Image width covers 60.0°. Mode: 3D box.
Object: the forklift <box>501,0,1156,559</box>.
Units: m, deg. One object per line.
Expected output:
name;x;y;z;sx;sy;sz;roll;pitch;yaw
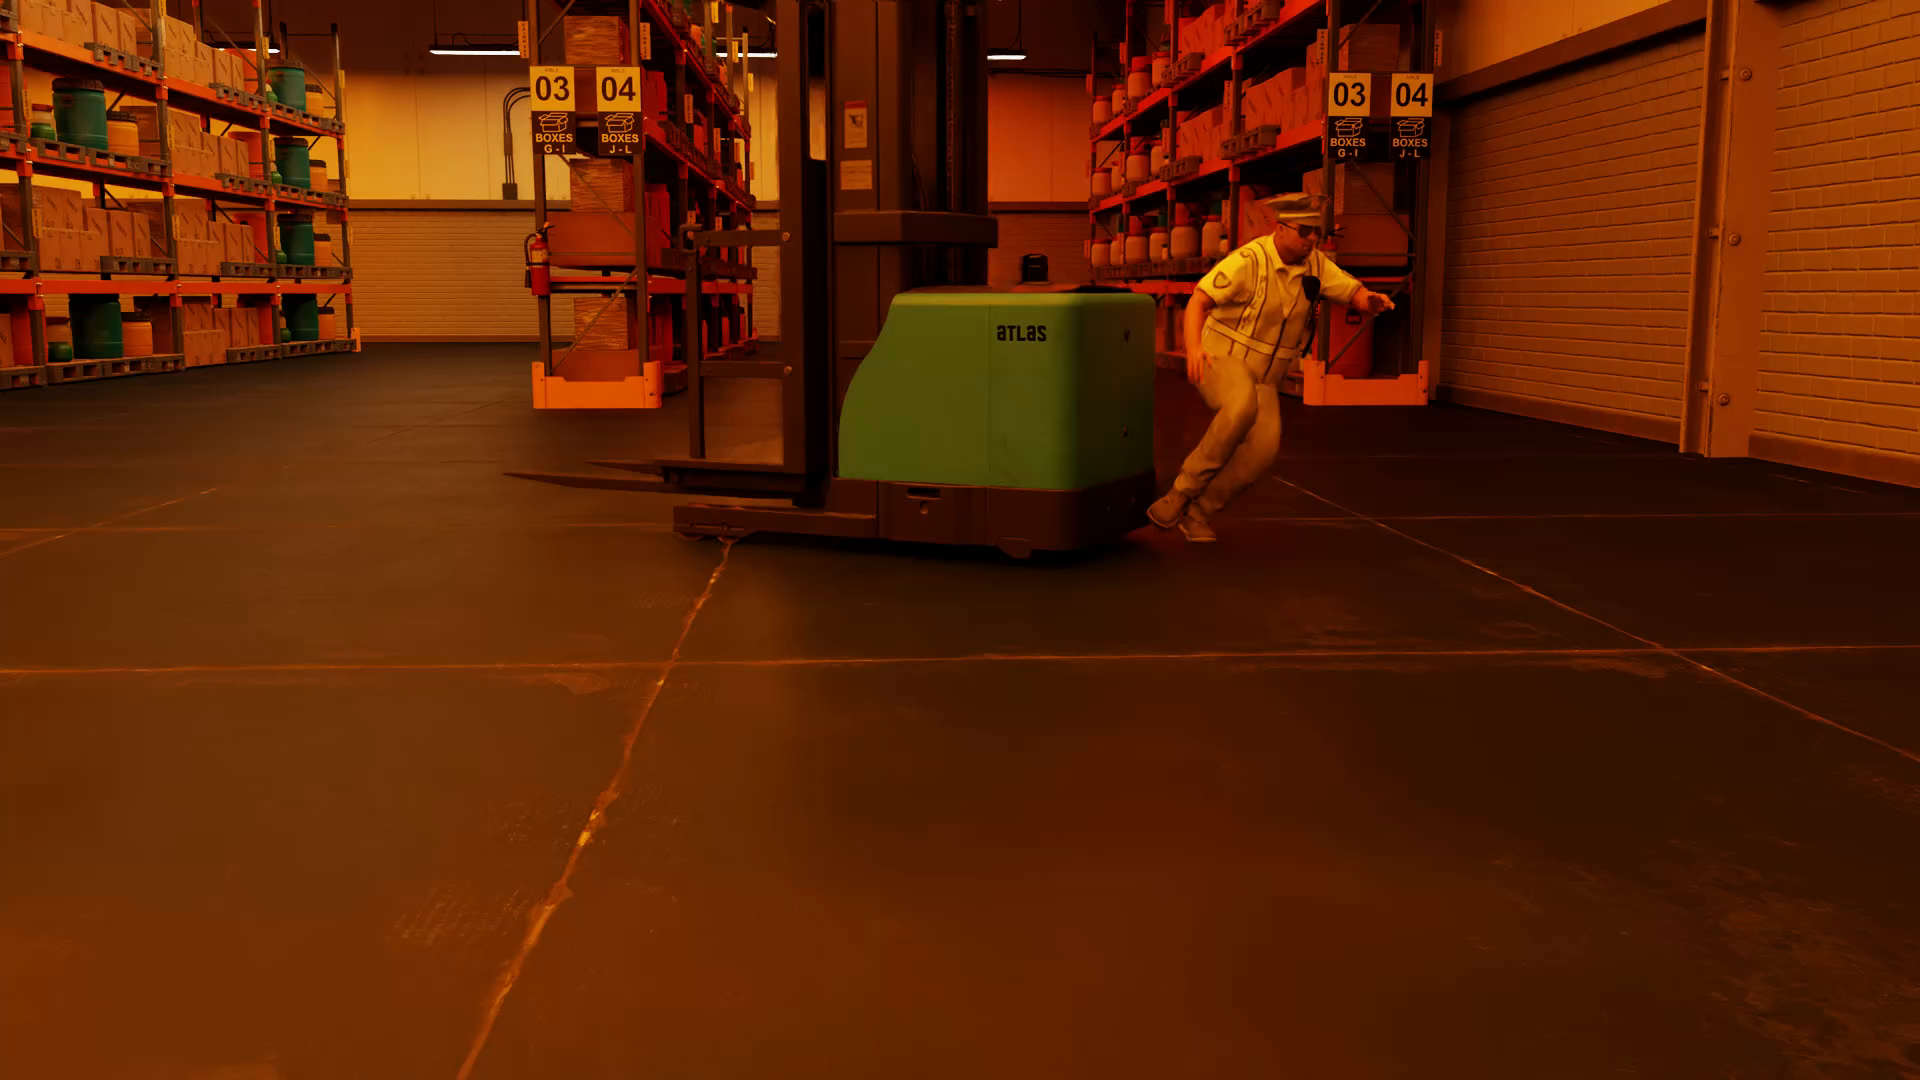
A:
forklift;-0.690;-1.496;7.409;3.031;2.935;1.130;4;9;26

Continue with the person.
person;1.304;-0.727;7.179;1.080;1.516;0.951;-6;10;-34
